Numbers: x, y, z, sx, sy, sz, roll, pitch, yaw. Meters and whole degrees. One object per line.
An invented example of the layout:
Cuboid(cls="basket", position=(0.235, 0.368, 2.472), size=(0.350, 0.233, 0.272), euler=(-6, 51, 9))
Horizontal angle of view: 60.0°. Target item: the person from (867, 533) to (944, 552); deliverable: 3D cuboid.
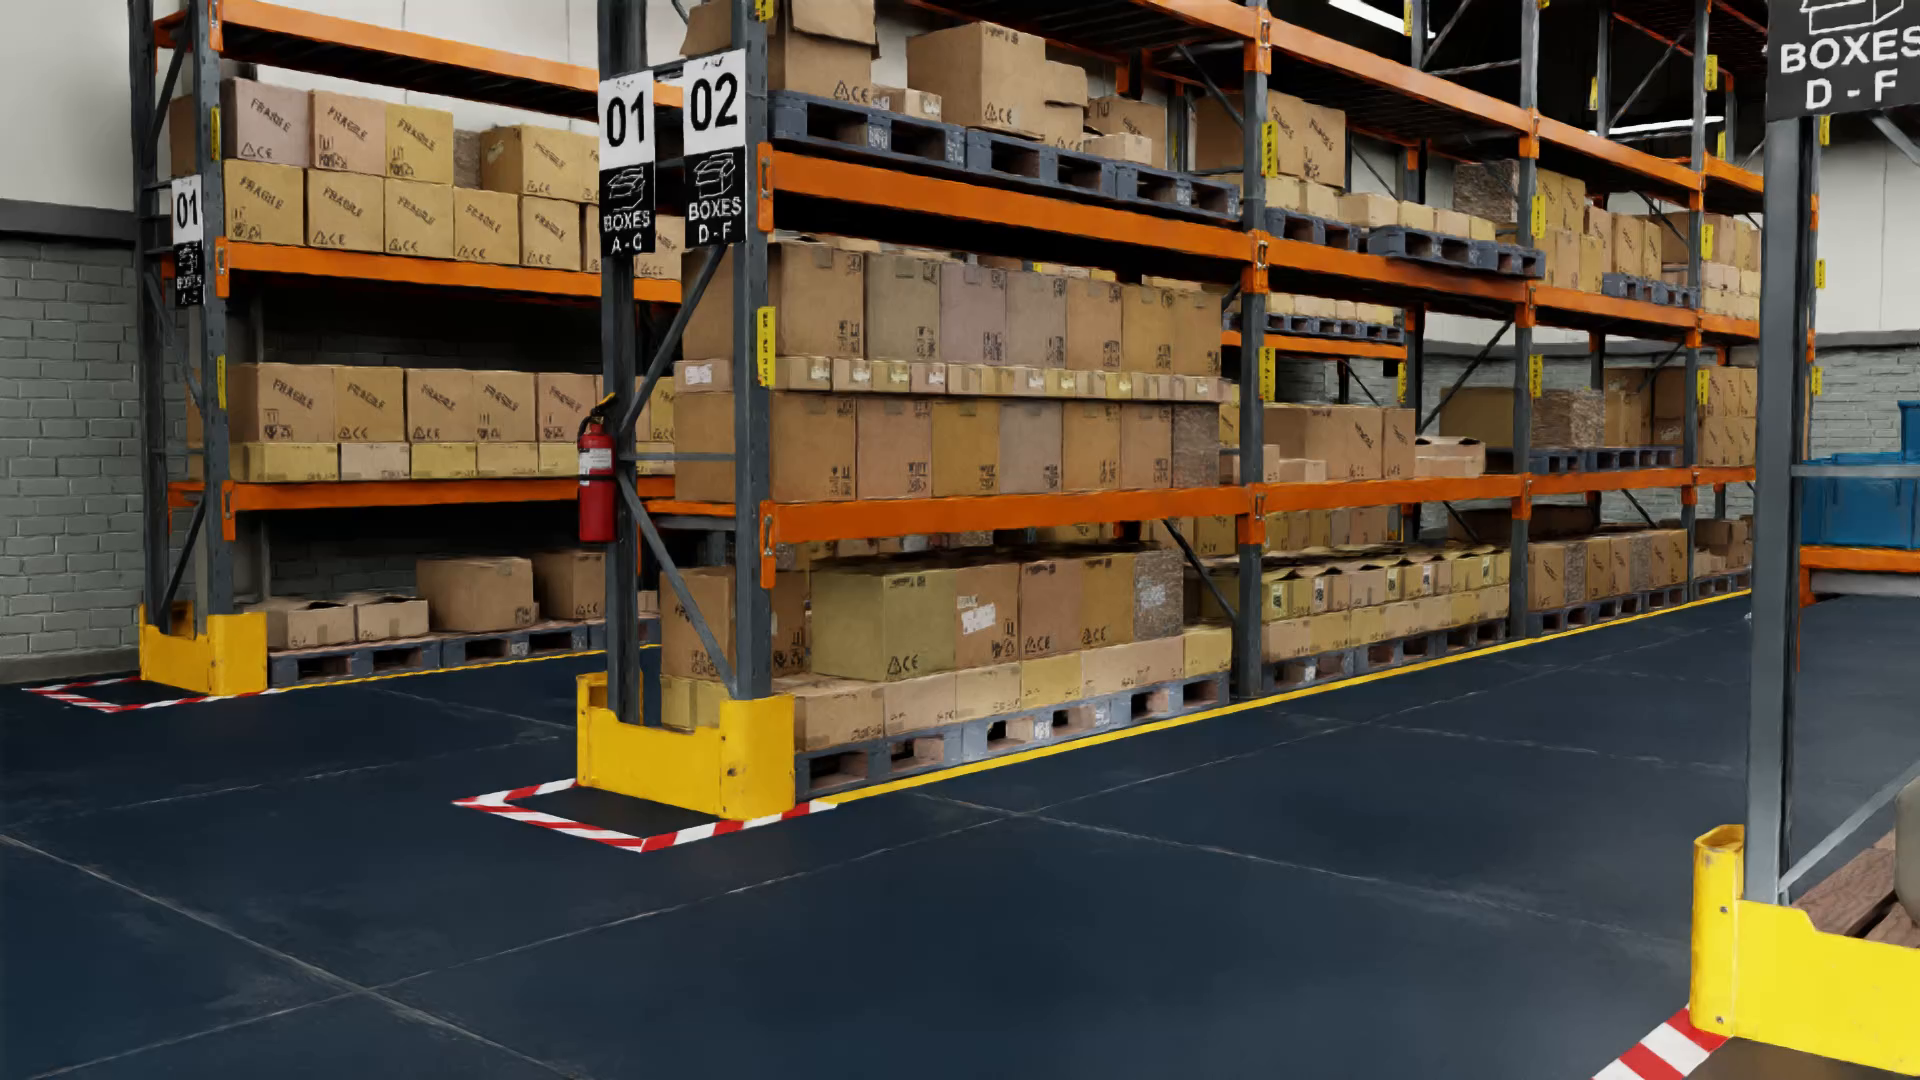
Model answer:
Cuboid(cls="person", position=(-0.432, -0.064, 12.508), size=(0.882, 1.726, 0.584), euler=(-1, 4, -22))
